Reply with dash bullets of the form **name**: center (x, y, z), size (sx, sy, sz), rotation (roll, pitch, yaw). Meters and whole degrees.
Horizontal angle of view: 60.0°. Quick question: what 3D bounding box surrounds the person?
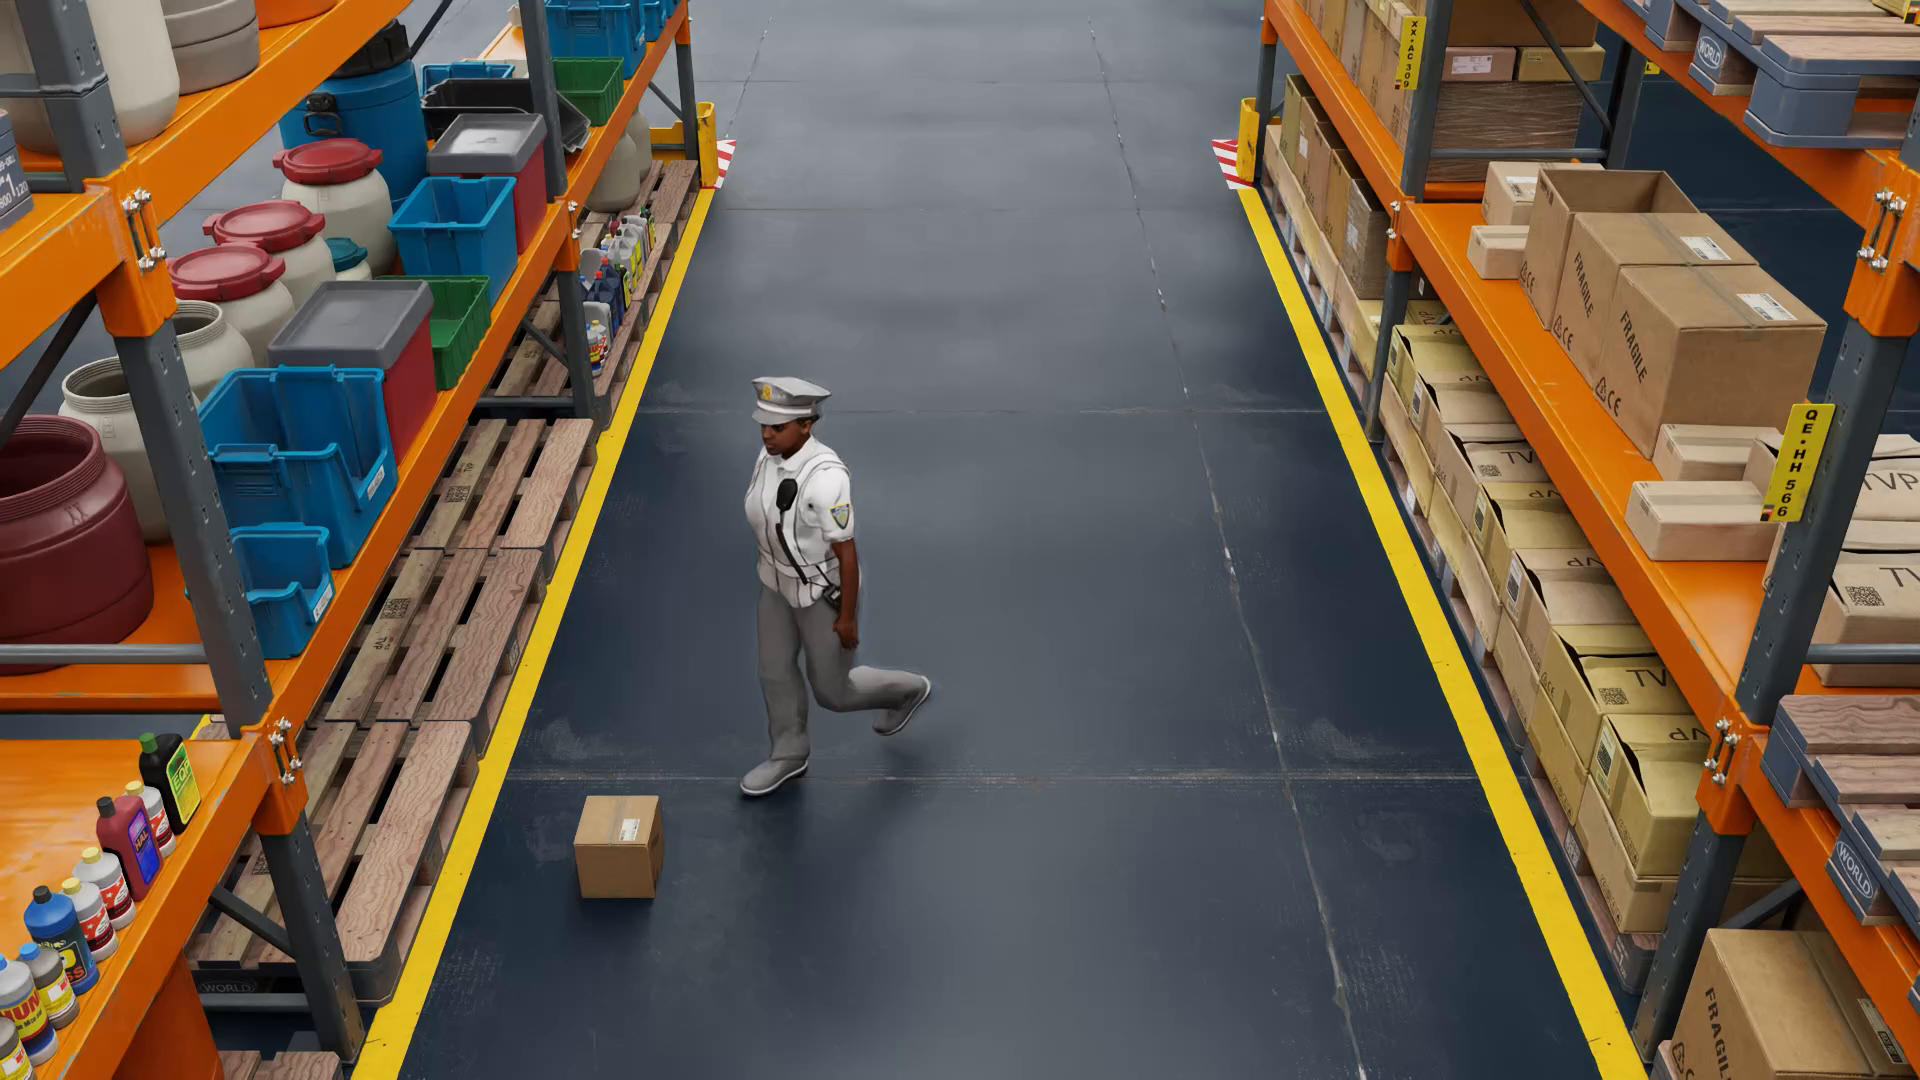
- **person**: center (-0.486, 0.133, 5.891), size (0.747, 1.663, 0.513), rotation (-27, 41, -36)
